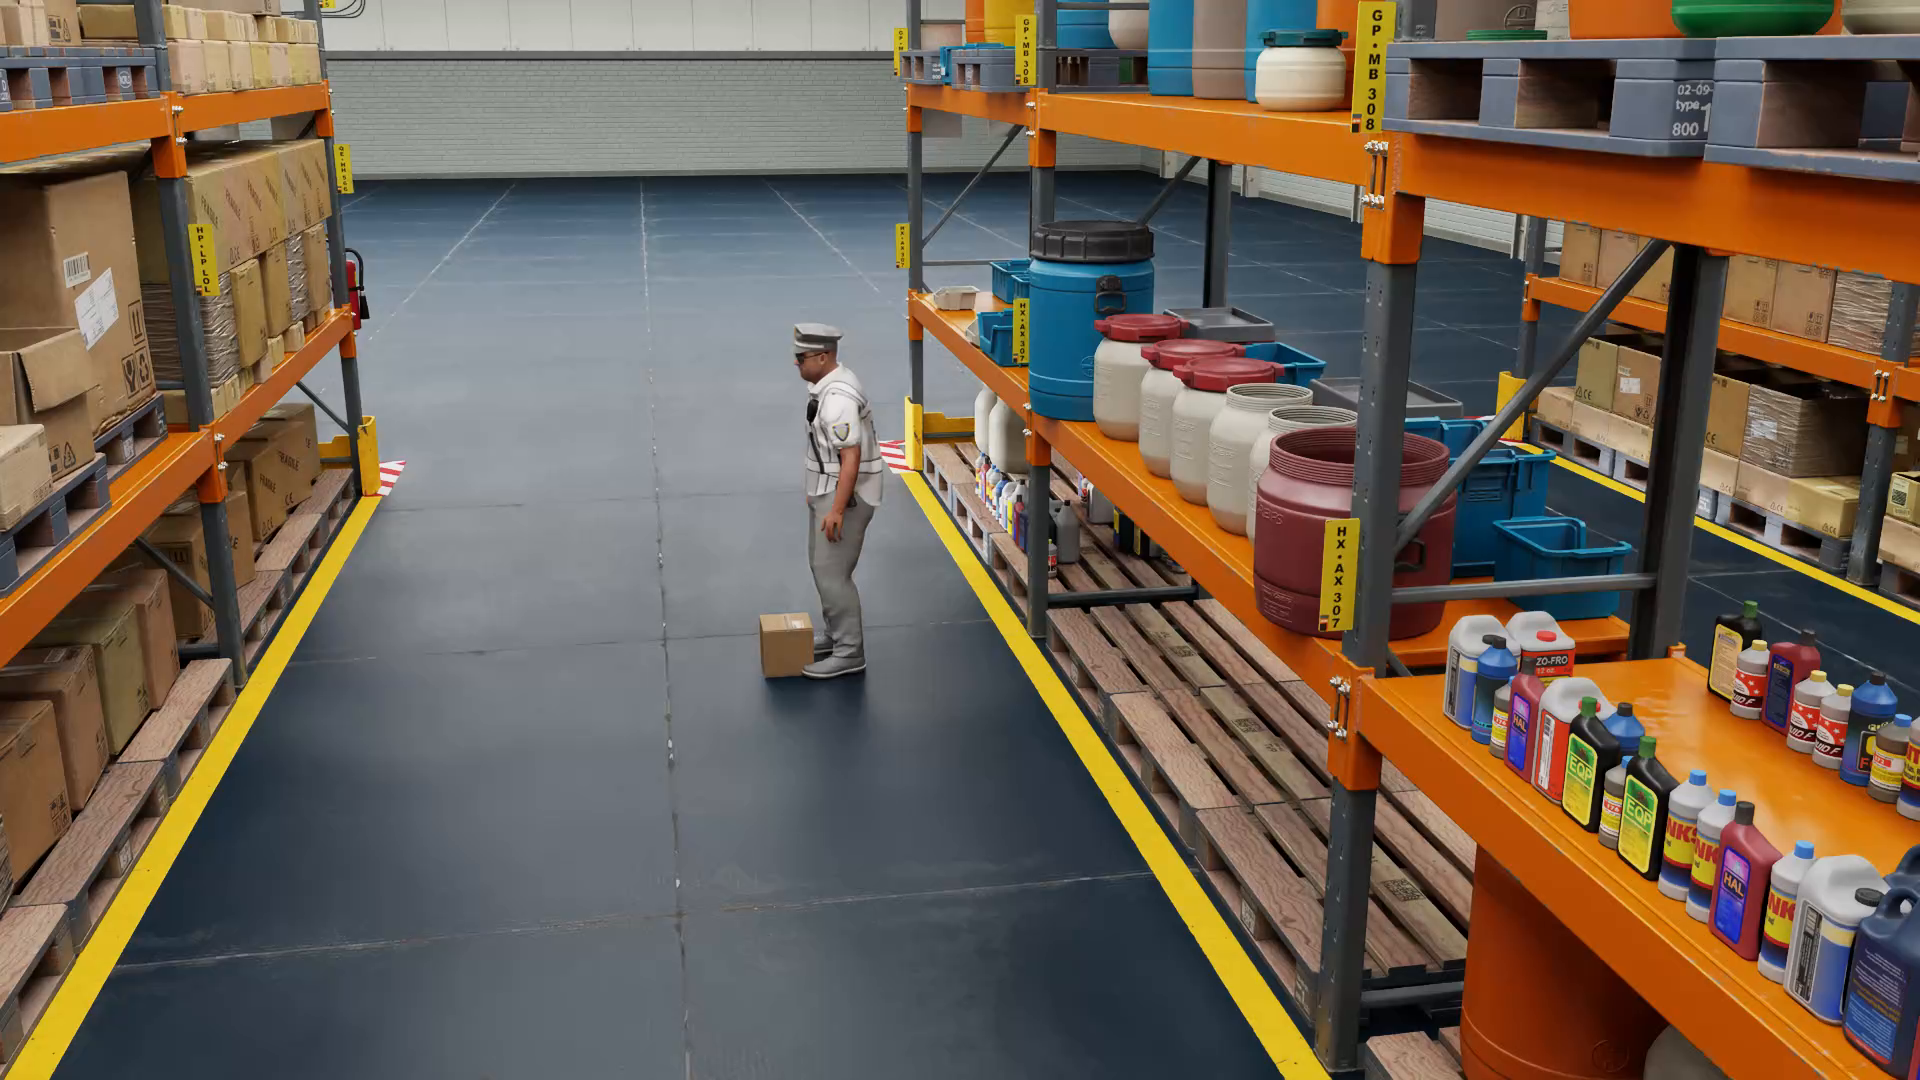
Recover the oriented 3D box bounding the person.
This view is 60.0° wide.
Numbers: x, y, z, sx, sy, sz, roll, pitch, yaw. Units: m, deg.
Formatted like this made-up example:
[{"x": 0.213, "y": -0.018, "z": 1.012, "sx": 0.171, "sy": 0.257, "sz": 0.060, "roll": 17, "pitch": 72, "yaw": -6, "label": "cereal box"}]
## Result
[{"x": -0.607, "y": -0.207, "z": 8.230, "sx": 0.433, "sy": 1.748, "sz": 0.597, "roll": -4, "pitch": 17, "yaw": -12, "label": "person"}]
